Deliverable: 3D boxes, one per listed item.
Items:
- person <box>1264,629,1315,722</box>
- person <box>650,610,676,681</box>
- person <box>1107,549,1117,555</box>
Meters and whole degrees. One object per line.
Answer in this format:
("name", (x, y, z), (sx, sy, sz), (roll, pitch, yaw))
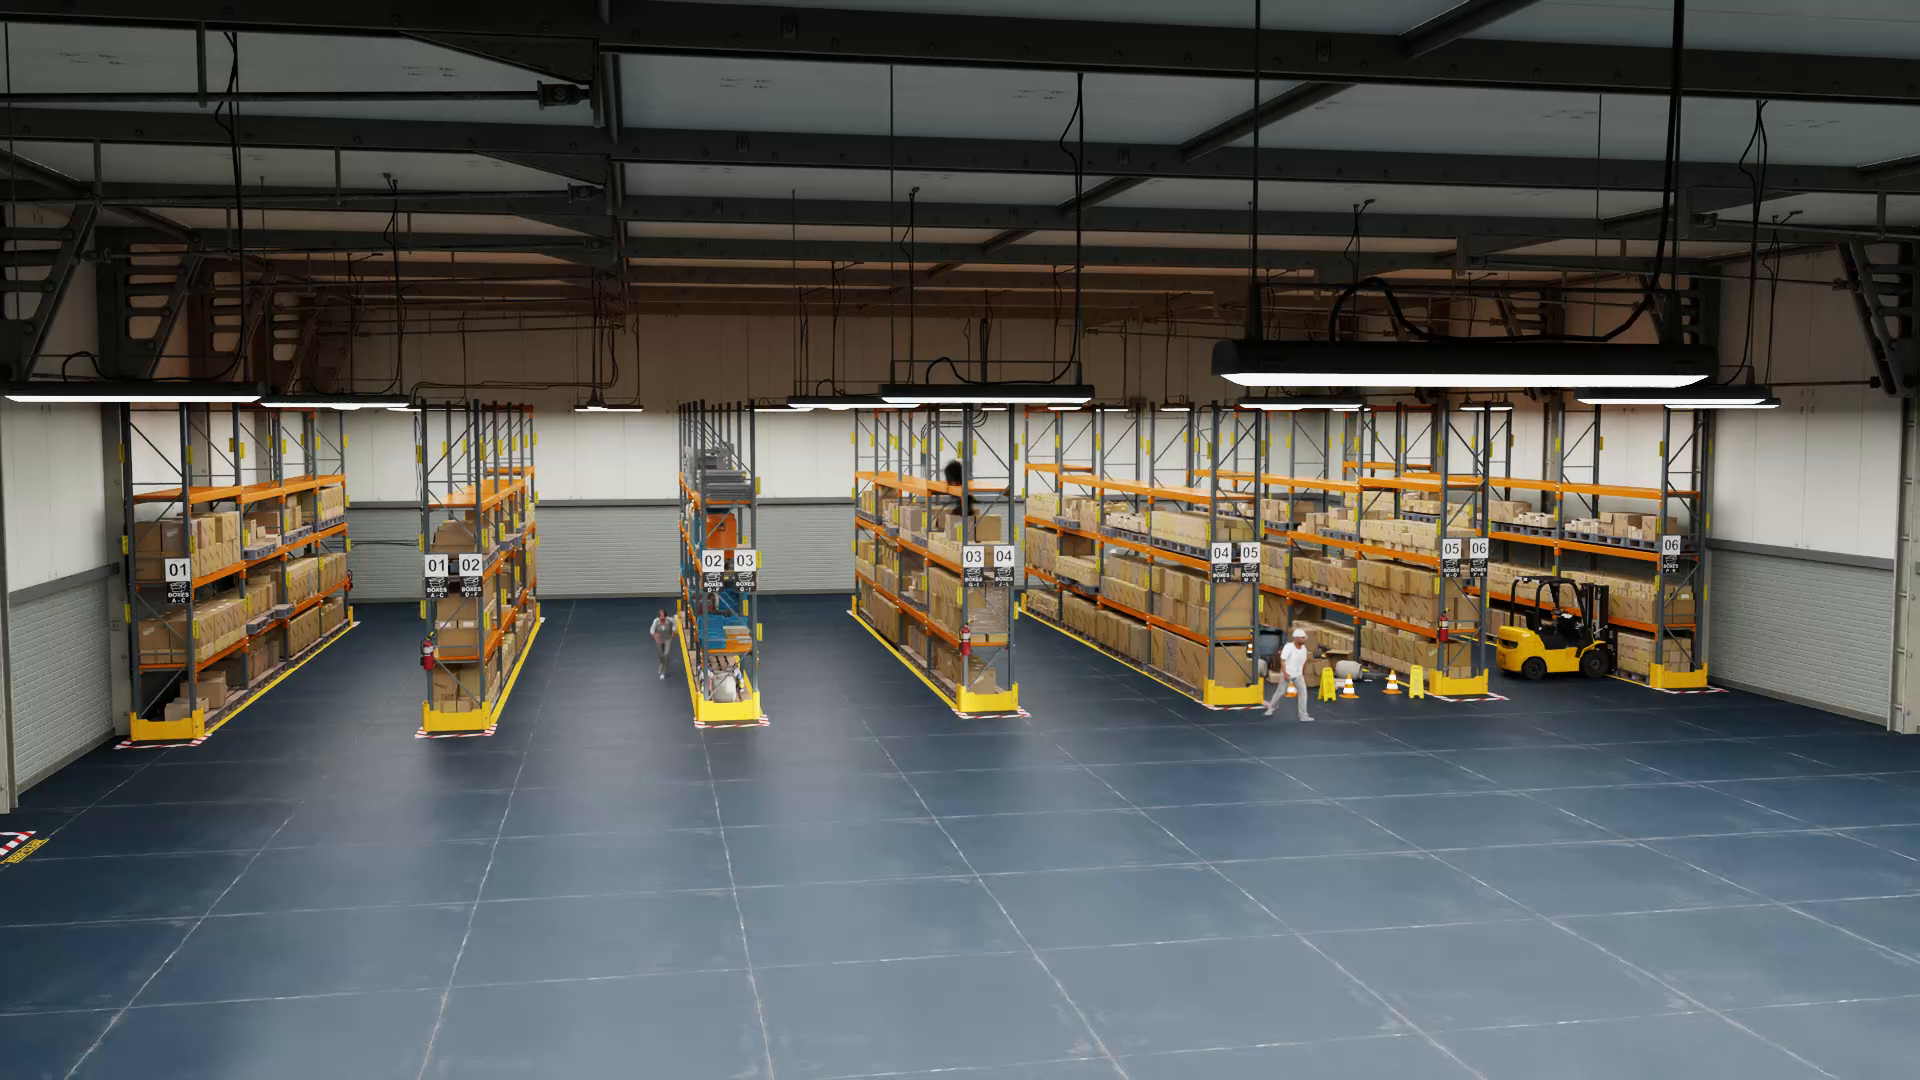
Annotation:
("person", (6.196, 2.517, 31.121), (0.706, 1.709, 0.990), (-3, 5, -30))
("person", (-6.463, 2.249, 36.205), (0.568, 1.547, 0.911), (-1, 4, -14))
("person", (4.797, 1.125, 49.675), (0.781, 1.709, 0.650), (-1, 4, -14))
